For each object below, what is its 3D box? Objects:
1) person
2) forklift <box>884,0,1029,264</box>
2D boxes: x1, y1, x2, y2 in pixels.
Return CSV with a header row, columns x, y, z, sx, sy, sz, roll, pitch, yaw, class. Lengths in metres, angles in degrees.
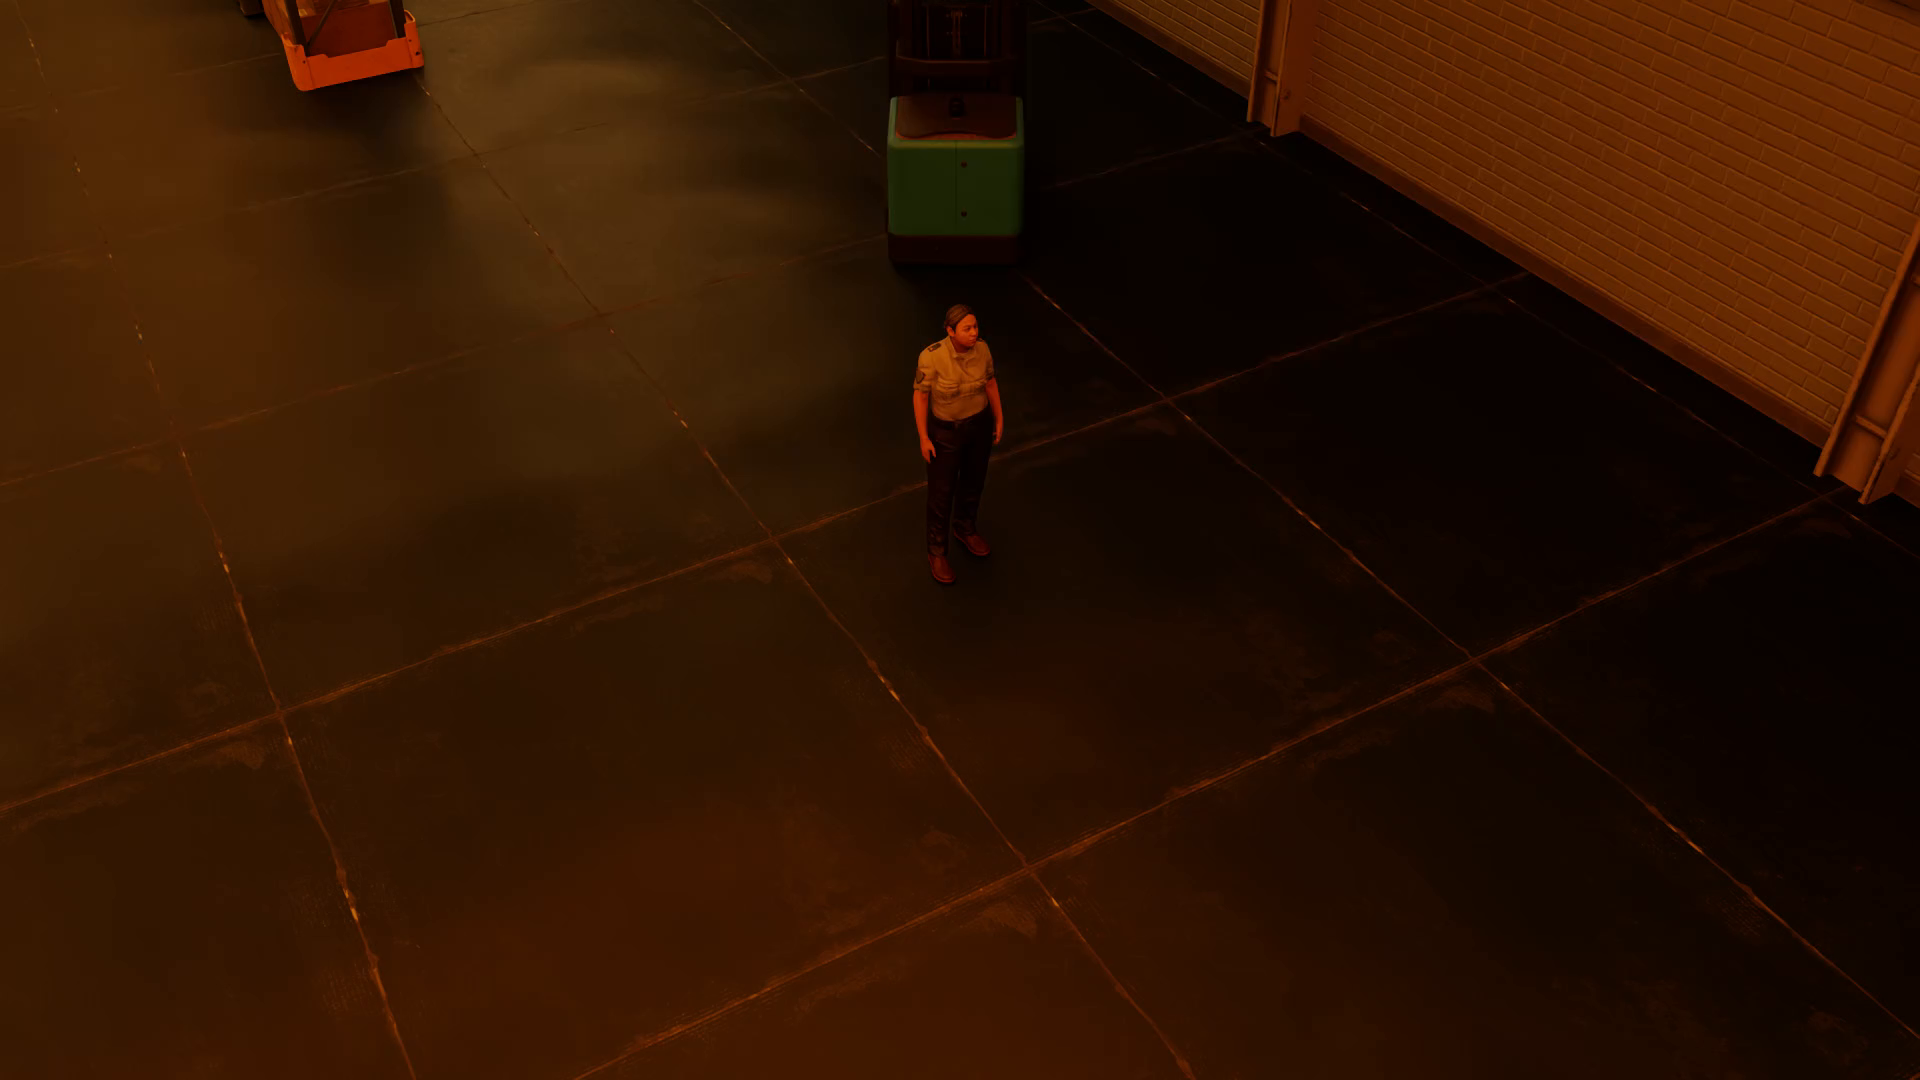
x,y,z,sx,sy,sz,roll,pitch,yaw,class
0.025,-0.579,9.735,0.598,1.643,0.502,-20,44,-23,person
-0.023,-4.160,13.052,1.130,2.935,3.031,0,40,0,forklift
